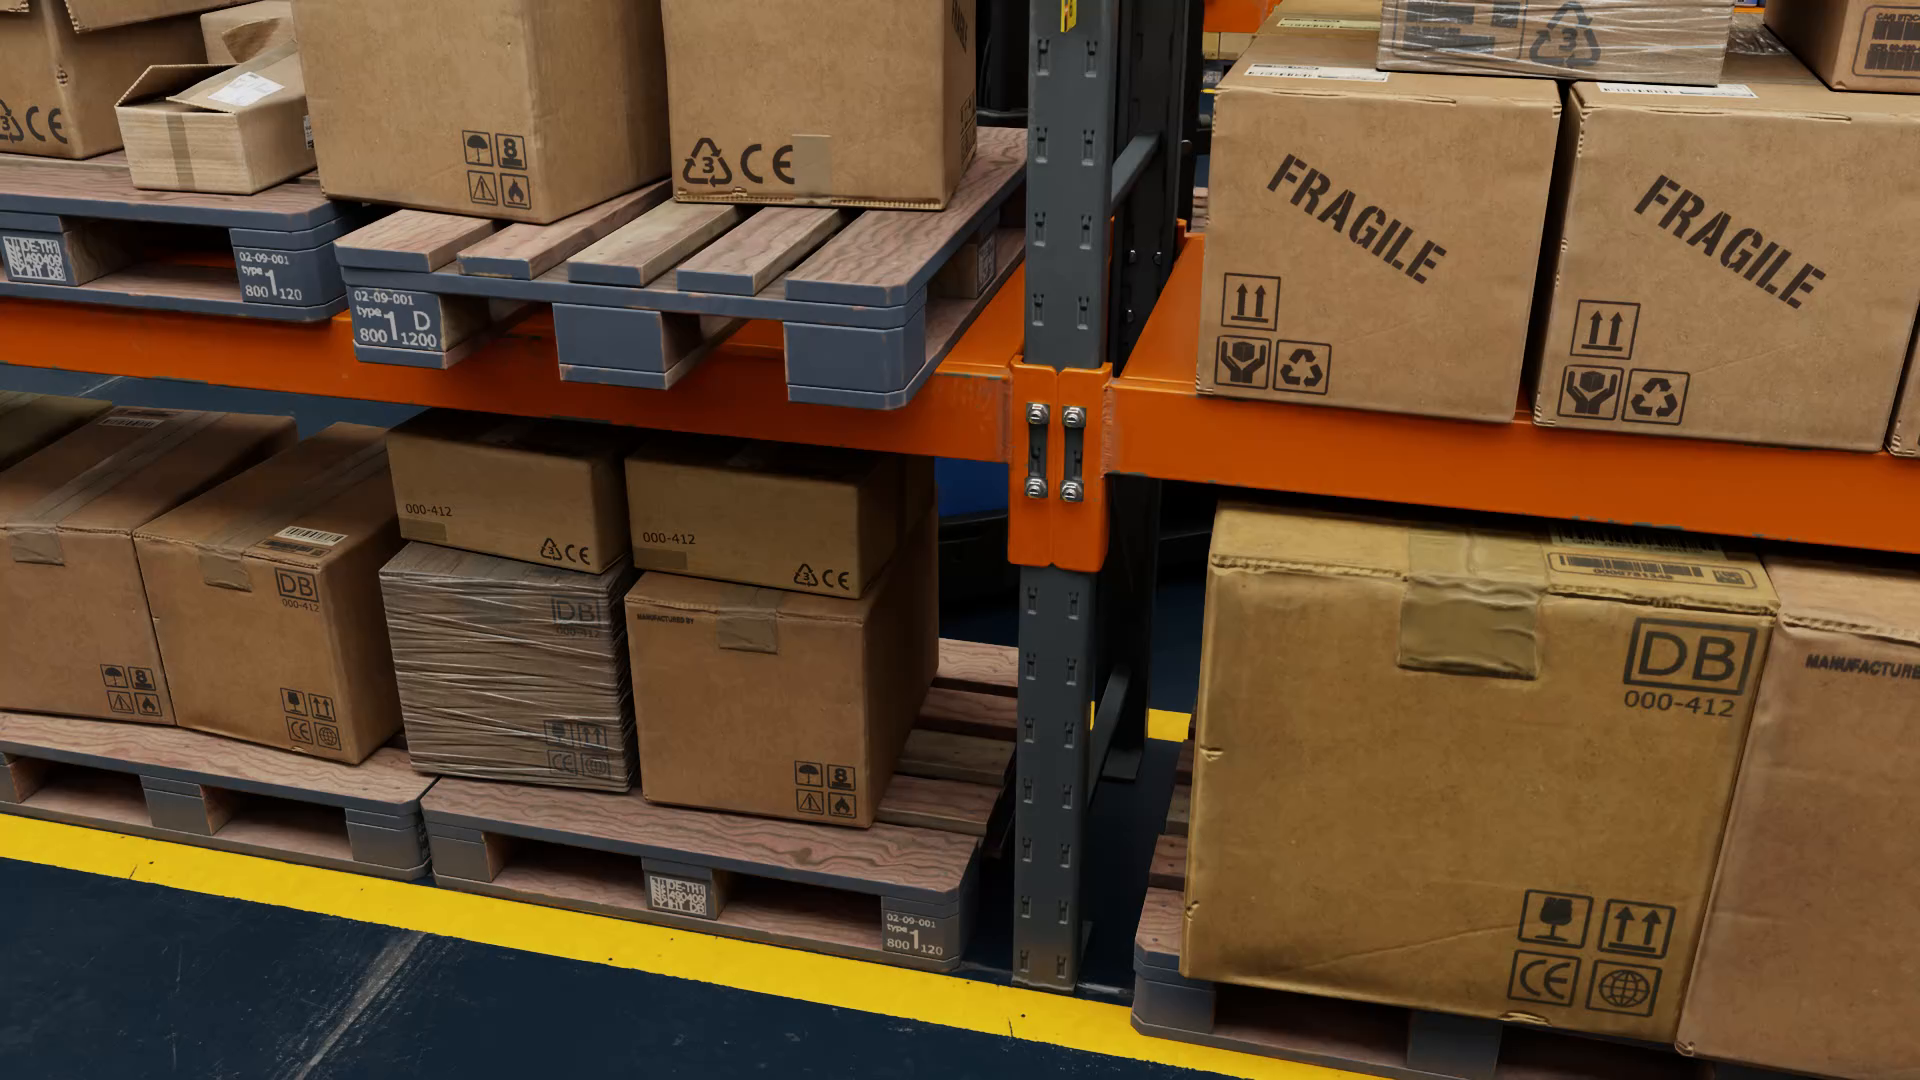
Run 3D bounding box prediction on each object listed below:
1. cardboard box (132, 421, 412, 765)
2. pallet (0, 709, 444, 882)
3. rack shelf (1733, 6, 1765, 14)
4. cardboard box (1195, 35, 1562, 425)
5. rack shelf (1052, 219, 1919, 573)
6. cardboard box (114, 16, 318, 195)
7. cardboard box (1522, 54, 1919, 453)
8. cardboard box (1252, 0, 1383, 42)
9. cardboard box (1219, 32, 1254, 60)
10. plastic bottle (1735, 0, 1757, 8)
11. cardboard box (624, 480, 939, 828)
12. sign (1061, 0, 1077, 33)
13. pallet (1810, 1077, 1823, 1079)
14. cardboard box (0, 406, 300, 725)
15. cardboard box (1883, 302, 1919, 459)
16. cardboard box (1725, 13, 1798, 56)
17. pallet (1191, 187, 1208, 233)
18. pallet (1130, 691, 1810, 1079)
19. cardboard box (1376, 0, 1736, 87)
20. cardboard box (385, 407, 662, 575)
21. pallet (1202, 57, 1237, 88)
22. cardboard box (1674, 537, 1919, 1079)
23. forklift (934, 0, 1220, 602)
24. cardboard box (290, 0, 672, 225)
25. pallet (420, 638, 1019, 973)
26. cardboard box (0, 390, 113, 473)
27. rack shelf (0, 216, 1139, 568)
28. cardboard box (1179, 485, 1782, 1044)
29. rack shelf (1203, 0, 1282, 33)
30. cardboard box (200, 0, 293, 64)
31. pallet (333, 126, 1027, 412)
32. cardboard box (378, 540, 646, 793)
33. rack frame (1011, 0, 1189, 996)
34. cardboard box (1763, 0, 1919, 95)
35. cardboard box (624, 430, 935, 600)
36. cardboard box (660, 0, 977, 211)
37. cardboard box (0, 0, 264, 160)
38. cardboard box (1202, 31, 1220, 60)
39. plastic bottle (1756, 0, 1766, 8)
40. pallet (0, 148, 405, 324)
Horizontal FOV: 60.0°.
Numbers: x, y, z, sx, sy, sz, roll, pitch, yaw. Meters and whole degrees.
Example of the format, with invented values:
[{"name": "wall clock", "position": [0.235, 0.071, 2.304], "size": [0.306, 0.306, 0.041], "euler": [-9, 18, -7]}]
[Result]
[{"name": "cardboard box", "position": [-1.455, 0.099, 3.948], "size": [0.500, 0.500, 0.700], "euler": [9, 27, 17]}, {"name": "pallet", "position": [-1.645, 0.388, 4.189], "size": [1.213, 0.211, 1.003], "euler": [6, 26, 13]}, {"name": "rack shelf", "position": [3.460, -2.178, 7.173], "size": [4.000, 0.370, 1.077], "euler": [6, 26, 13]}, {"name": "cardboard box", "position": [0.693, -0.535, 2.768], "size": [0.500, 0.500, 0.500], "euler": [7, 26, 15]}, {"name": "rack shelf", "position": [2.227, -0.116, 2.842], "size": [4.000, 0.370, 1.077], "euler": [6, 26, 13]}, {"name": "cardboard box", "position": [-1.393, -0.850, 3.214], "size": [0.258, 0.266, 0.396], "euler": [6, 26, 12]}, {"name": "cardboard box", "position": [1.193, -0.481, 2.654], "size": [0.500, 0.500, 0.500], "euler": [6, 26, 12]}, {"name": "cardboard box", "position": [0.829, -0.751, 3.221], "size": [0.500, 0.500, 0.500], "euler": [7, 26, 15]}, {"name": "cardboard box", "position": [2.190, -3.682, 12.204], "size": [0.500, 0.250, 0.500], "euler": [7, 26, 14]}, {"name": "plastic bottle", "position": [3.205, -2.332, 6.803], "size": [0.135, 0.276, 0.152], "euler": [6, 26, 13]}, {"name": "cardboard box", "position": [-0.364, 0.211, 3.713], "size": [0.500, 0.500, 0.700], "euler": [5, 26, 10]}, {"name": "sign", "position": [0.164, -0.915, 2.428], "size": [0.005, 0.325, 0.100], "euler": [6, 26, 13]}, {"name": "pallet", "position": [2.212, 0.851, 3.217], "size": [1.213, 0.211, 1.003], "euler": [6, 26, 13]}, {"name": "cardboard box", "position": [-1.996, 0.040, 4.073], "size": [0.500, 0.500, 0.700], "euler": [4, 26, 9]}, {"name": "cardboard box", "position": [1.690, -0.427, 2.542], "size": [0.500, 0.500, 0.500], "euler": [6, 26, 12]}, {"name": "cardboard box", "position": [1.311, -0.695, 3.104], "size": [0.500, 0.500, 0.500], "euler": [6, 26, 13]}, {"name": "pallet", "position": [0.783, -1.557, 8.275], "size": [1.213, 0.211, 1.003], "euler": [6, 26, 13]}, {"name": "pallet", "position": [1.035, 0.720, 3.493], "size": [1.213, 0.211, 1.003], "euler": [6, 26, 13]}, {"name": "cardboard box", "position": [0.994, -1.068, 2.721], "size": [0.637, 0.503, 0.797], "euler": [7, 26, 15]}, {"name": "cardboard box", "position": [-0.883, -0.176, 3.653], "size": [0.500, 0.250, 0.500], "euler": [9, 27, 19]}, {"name": "pallet", "position": [1.973, -3.624, 12.617], "size": [1.213, 0.211, 1.003], "euler": [6, 26, 13]}, {"name": "cardboard box", "position": [1.814, 0.296, 3.123], "size": [0.875, 0.875, 1.225], "euler": [6, 26, 13]}, {"name": "forklift", "position": [0.643, -1.440, 4.866], "size": [3.031, 2.935, 1.130], "euler": [-8, 27, -17]}, {"name": "cardboard box", "position": [-0.809, -0.949, 3.150], "size": [0.500, 0.500, 0.700], "euler": [10, 27, 21]}, {"name": "pallet", "position": [-0.467, 0.520, 3.913], "size": [1.213, 0.211, 1.003], "euler": [6, 26, 13]}, {"name": "cardboard box", "position": [-2.538, -0.020, 4.198], "size": [0.500, 0.500, 0.700], "euler": [6, 26, 13]}, {"name": "rack shelf", "position": [-1.647, -0.545, 3.741], "size": [4.000, 0.370, 1.077], "euler": [6, 26, 13]}, {"name": "cardboard box", "position": [0.953, 0.197, 3.330], "size": [0.875, 0.875, 1.225], "euler": [5, 26, 11]}, {"name": "rack shelf", "position": [-0.414, -2.607, 8.072], "size": [4.000, 0.370, 1.077], "euler": [6, 26, 13]}, {"name": "cardboard box", "position": [-1.276, -1.052, 3.657], "size": [0.500, 0.250, 0.500], "euler": [6, 26, 12]}, {"name": "pallet", "position": [-0.427, -0.601, 3.245], "size": [1.003, 0.211, 1.213], "euler": [6, 26, 13]}, {"name": "cardboard box", "position": [-0.905, 0.157, 3.826], "size": [0.500, 0.500, 0.700], "euler": [4, 26, 9]}, {"name": "rack frame", "position": [0.290, -0.655, 3.137], "size": [0.127, 3.000, 1.000], "euler": [6, 26, 13]}, {"name": "cardboard box", "position": [1.624, -0.997, 2.572], "size": [0.637, 0.503, 0.797], "euler": [7, 26, 14]}, {"name": "cardboard box", "position": [-0.367, -0.123, 3.543], "size": [0.500, 0.250, 0.500], "euler": [7, 26, 15]}, {"name": "cardboard box", "position": [-0.243, -0.931, 3.112], "size": [0.500, 0.500, 0.500], "euler": [3, 26, 7]}, {"name": "cardboard box", "position": [-1.882, -1.173, 3.615], "size": [0.637, 0.503, 0.797], "euler": [9, 27, 18]}, {"name": "cardboard box", "position": [1.690, -3.736, 12.317], "size": [0.500, 0.250, 0.500], "euler": [6, 26, 12]}, {"name": "plastic bottle", "position": [3.359, -2.347, 6.747], "size": [0.185, 0.351, 0.144], "euler": [6, 26, 13]}, {"name": "pallet", "position": [-1.638, -0.764, 3.587], "size": [1.213, 0.211, 1.003], "euler": [6, 26, 13]}]
